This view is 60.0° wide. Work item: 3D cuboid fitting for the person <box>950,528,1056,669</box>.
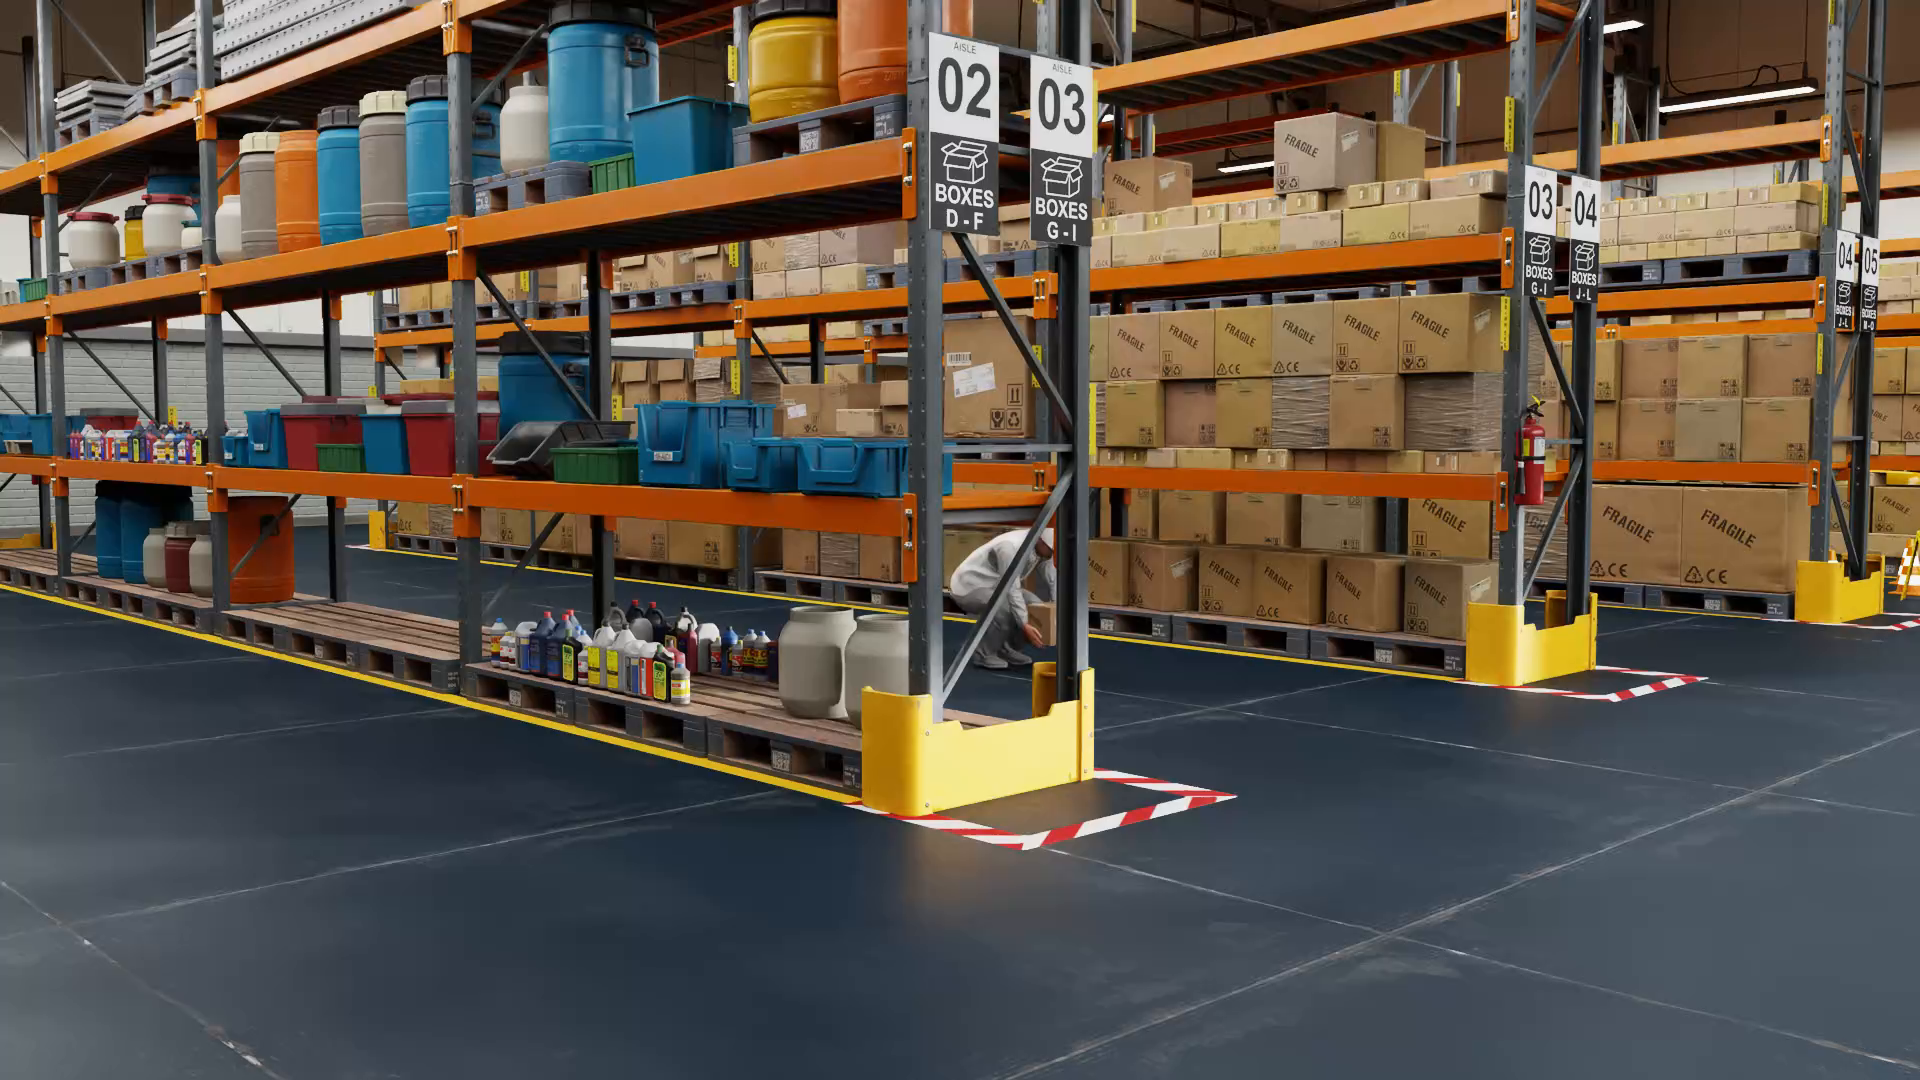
[{"bbox_3d":[0.362,0.335,11.105,0.536,1.039,0.871,-4,5,-44],"label":"person"}]
